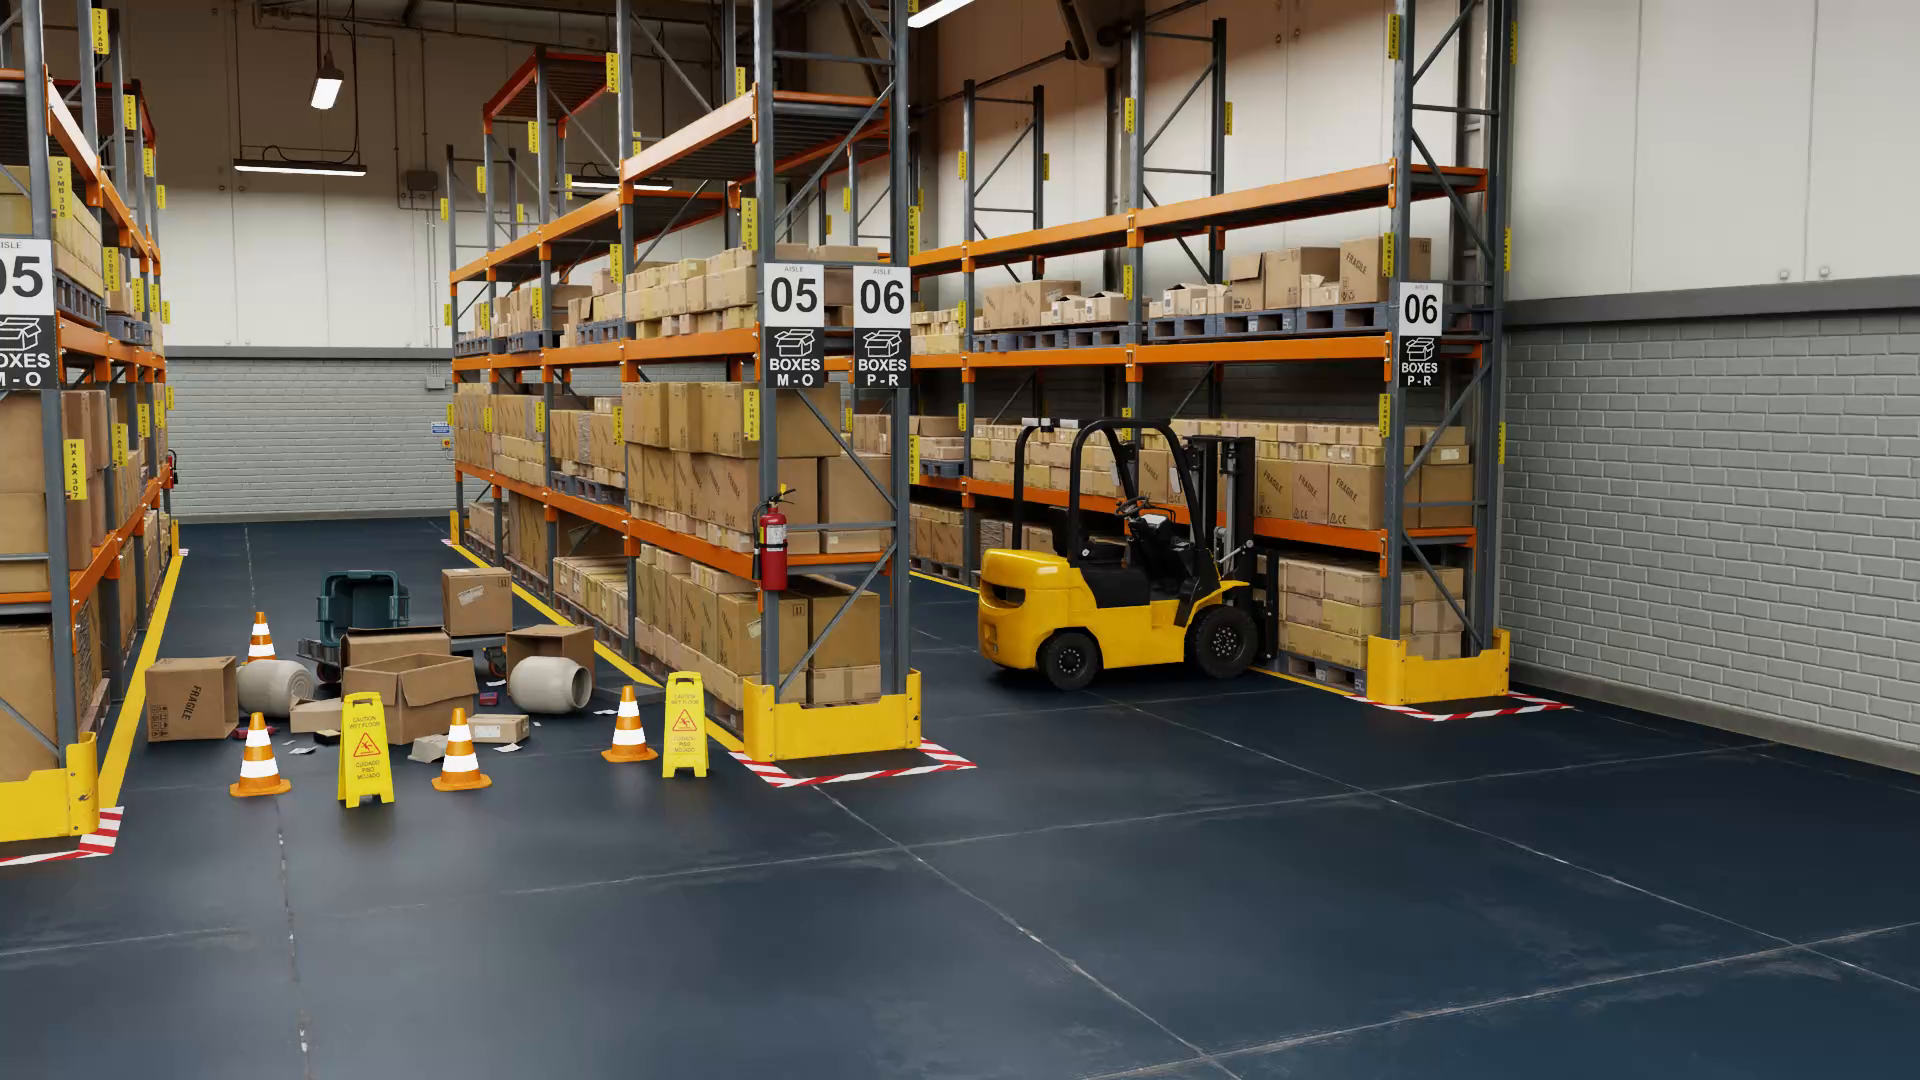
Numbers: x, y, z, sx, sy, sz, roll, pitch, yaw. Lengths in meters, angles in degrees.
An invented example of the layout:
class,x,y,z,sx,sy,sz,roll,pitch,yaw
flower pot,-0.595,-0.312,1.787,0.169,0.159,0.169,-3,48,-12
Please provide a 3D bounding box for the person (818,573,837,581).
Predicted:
class,x,y,z,sx,sy,sz,roll,pitch,yaw
person,-1.480,-0.044,17.224,0.590,1.744,0.503,-2,6,-25
